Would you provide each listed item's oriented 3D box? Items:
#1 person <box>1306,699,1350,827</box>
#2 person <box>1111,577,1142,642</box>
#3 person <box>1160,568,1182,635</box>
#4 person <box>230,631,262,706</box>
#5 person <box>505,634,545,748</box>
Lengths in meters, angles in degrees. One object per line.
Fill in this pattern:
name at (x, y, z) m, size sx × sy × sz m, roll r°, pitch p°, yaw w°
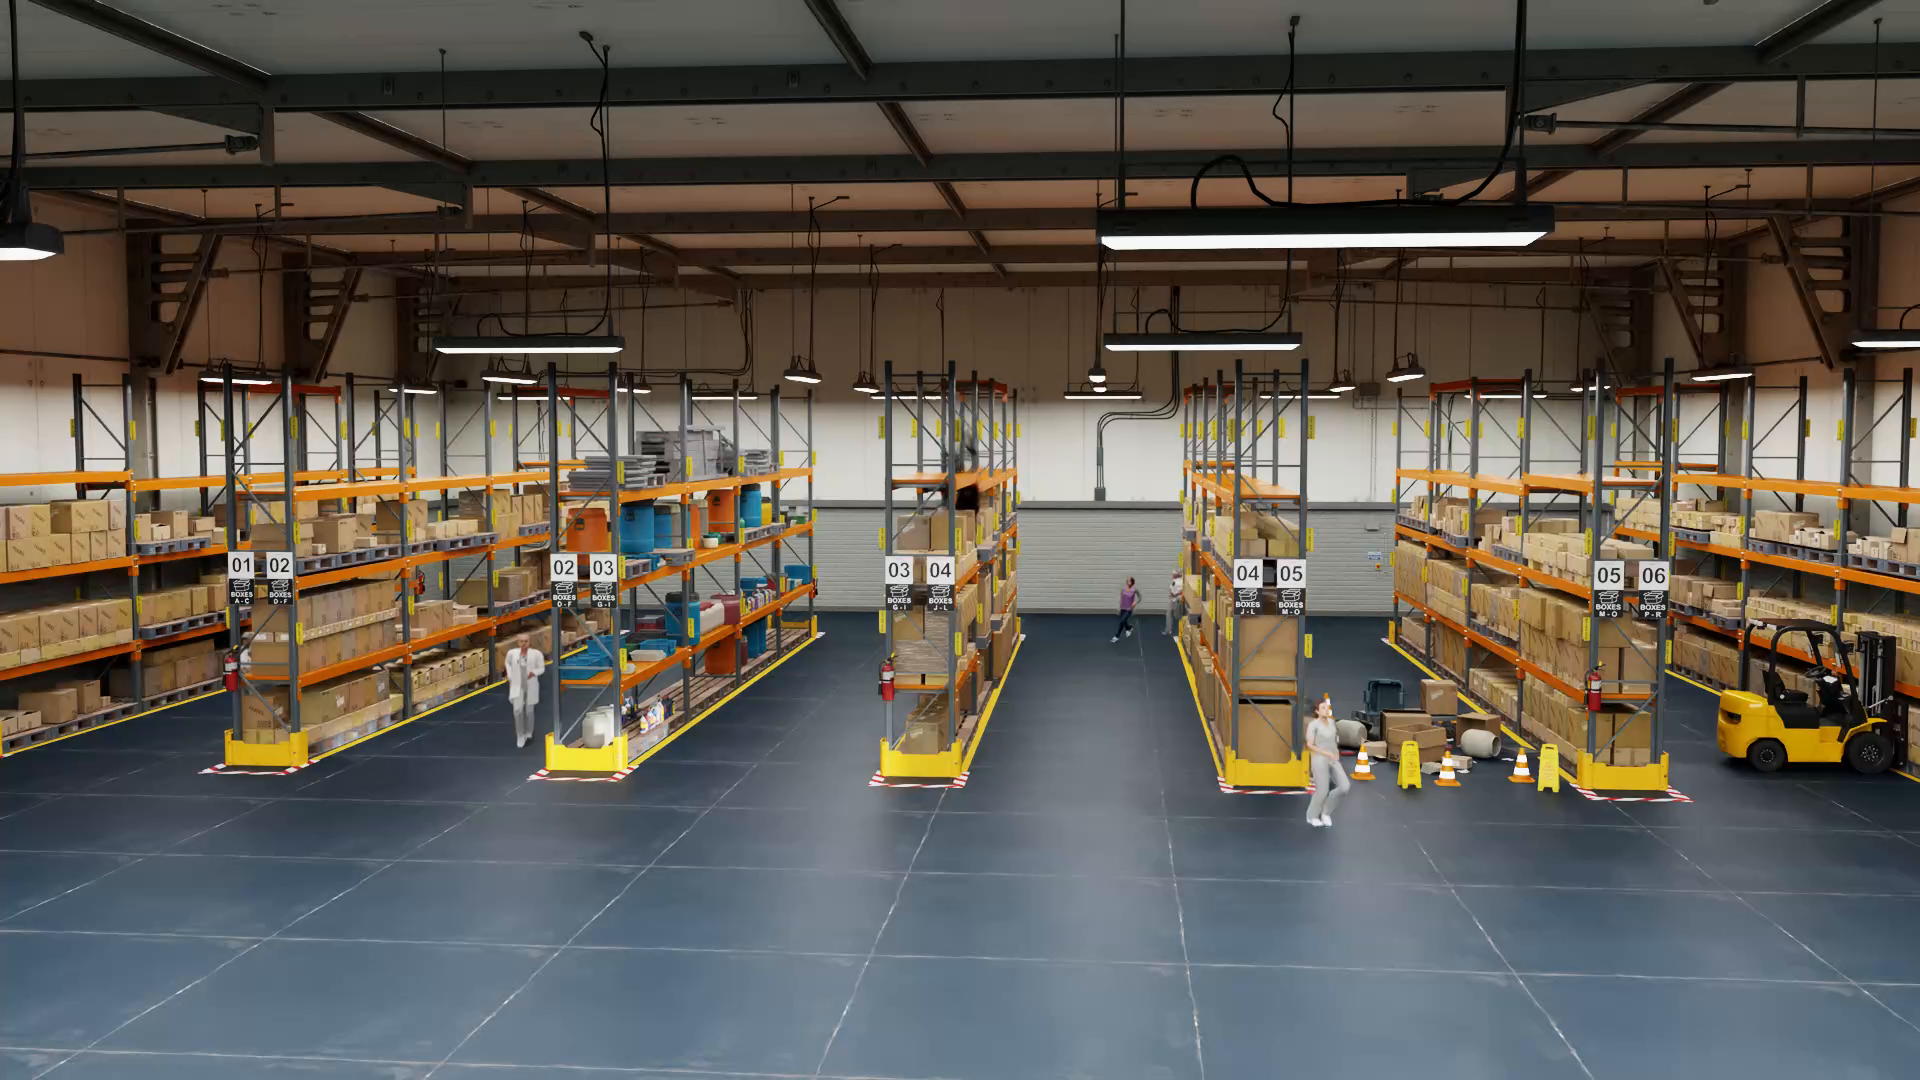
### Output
person at (4.603, 2.804, 20.917) m, size 0.578 × 1.623 × 0.610 m, roll -2°, pitch 4°, yaw -29°
person at (4.016, 1.646, 39.446) m, size 0.582 × 1.537 × 0.817 m, roll 3°, pitch 5°, yaw 40°
person at (5.366, 1.514, 40.675) m, size 0.845 × 1.664 × 0.618 m, roll 0°, pitch 4°, yaw -4°
person at (-11.868, 2.358, 27.678) m, size 0.581 × 1.674 × 0.670 m, roll 0°, pitch 4°, yaw 2°
person at (-6.928, 2.393, 26.493) m, size 0.613 × 1.814 × 0.903 m, roll -1°, pitch 4°, yaw -15°
